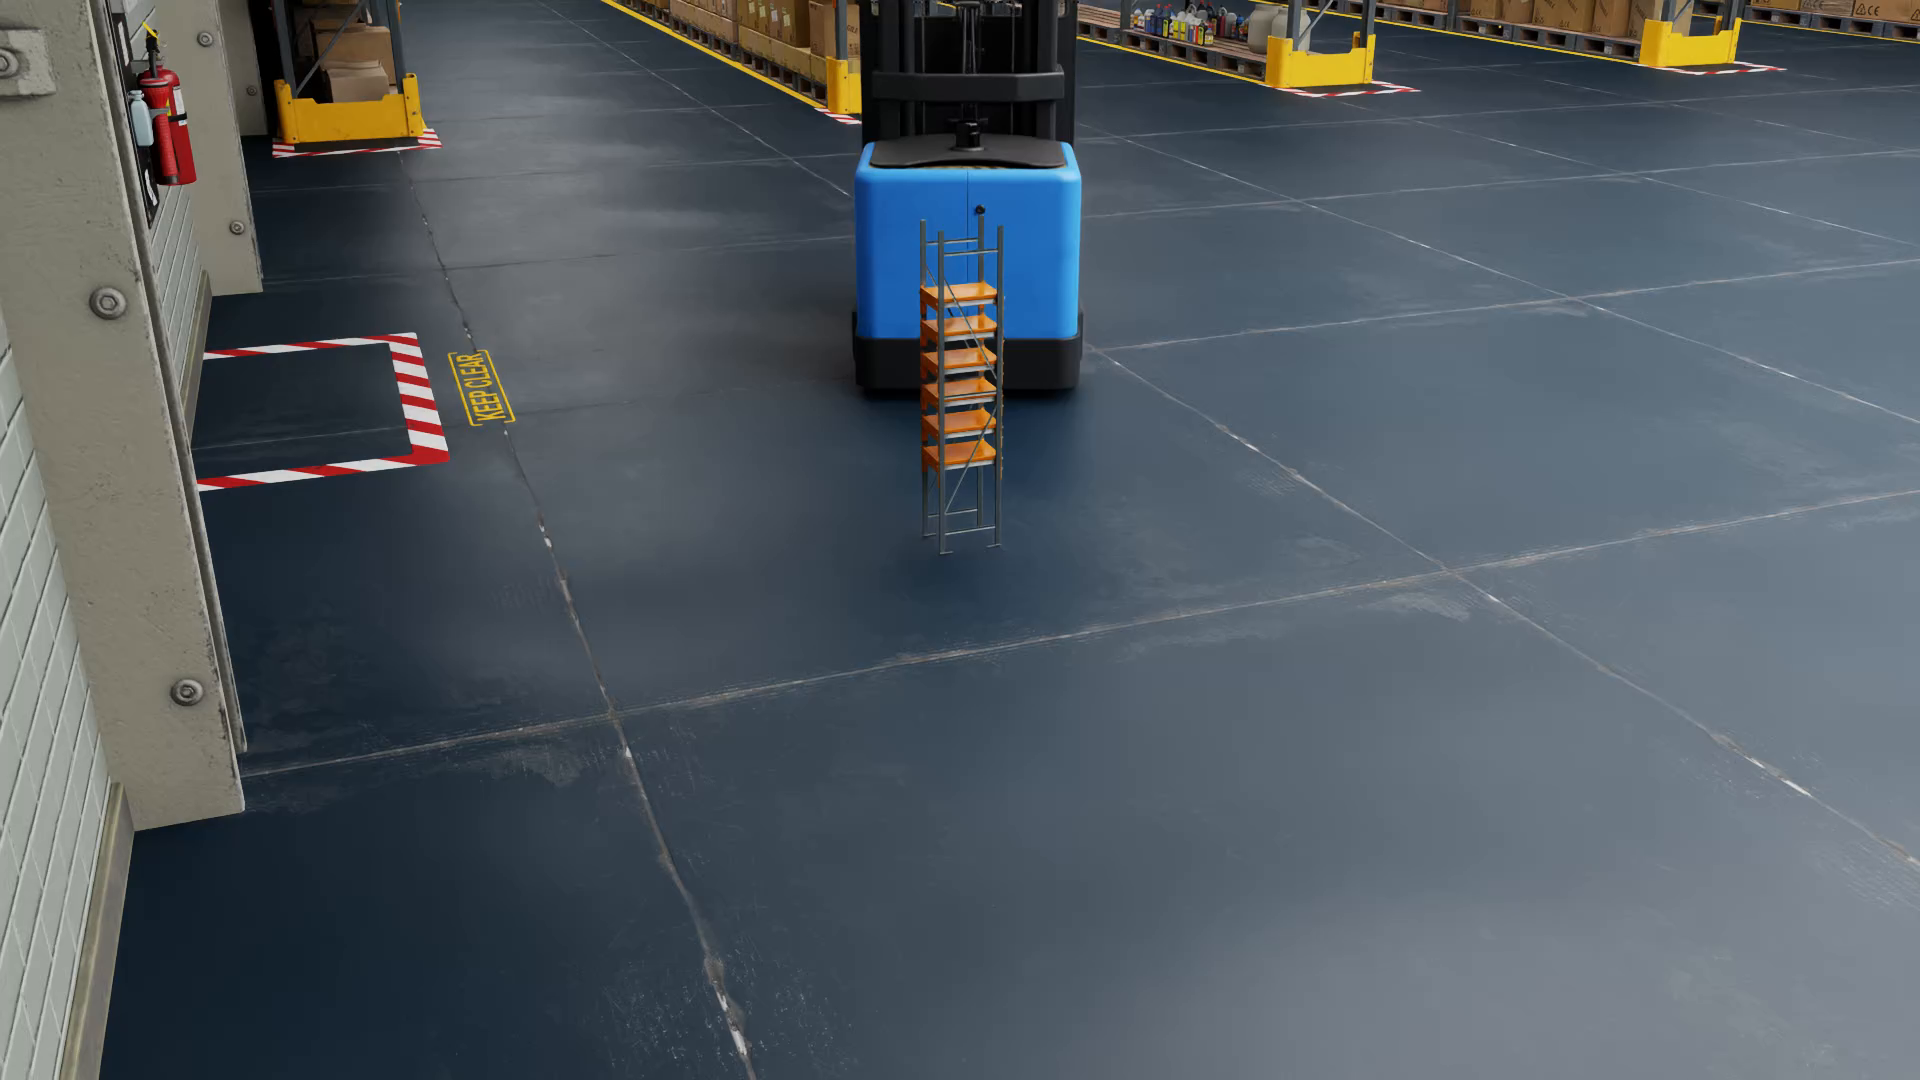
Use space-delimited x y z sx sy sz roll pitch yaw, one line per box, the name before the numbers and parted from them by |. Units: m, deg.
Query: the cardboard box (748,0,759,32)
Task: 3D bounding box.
cardboard box | -2.061 -5.936 18.506 0.500 0.500 0.500 -8 24 -19

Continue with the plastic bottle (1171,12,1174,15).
plastic bottle | 2.580 -6.294 20.267 0.097 0.271 0.097 0 23 0

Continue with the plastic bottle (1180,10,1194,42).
plastic bottle | 2.699 -6.076 19.647 0.144 0.351 0.185 -7 24 -17

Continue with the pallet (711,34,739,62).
pallet | -2.413 -6.034 20.294 1.003 0.211 1.213 -8 24 -19

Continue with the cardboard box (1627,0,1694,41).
cardboard box | 8.361 -6.232 19.850 0.500 0.500 0.500 -4 23 -9

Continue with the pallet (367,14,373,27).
pallet | -8.370 -6.840 22.208 1.003 0.211 1.213 -8 24 -19

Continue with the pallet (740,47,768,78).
pallet | -1.875 -5.477 18.972 1.003 0.211 1.213 -8 24 -19

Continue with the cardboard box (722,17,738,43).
cardboard box | -2.534 -6.094 19.845 0.500 0.250 0.500 -9 24 -20

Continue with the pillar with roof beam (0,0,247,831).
pillar with roof beam | 1.874 -4.052 4.279 9.100 9.000 0.400 -8 24 -19

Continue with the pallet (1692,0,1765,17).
pallet | 11.485 -8.043 25.061 1.003 0.211 1.213 -8 24 -19

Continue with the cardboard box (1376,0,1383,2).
cardboard box | 6.410 -8.273 24.668 0.700 0.500 0.500 -6 24 -15

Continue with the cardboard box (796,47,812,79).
cardboard box | -1.357 -4.864 16.927 0.500 0.250 0.500 -8 24 -19

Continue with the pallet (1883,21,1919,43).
pallet | 12.886 -6.599 21.636 1.003 0.211 1.213 -8 24 -19

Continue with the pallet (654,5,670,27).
pallet | -3.758 -7.501 23.775 1.003 0.211 1.213 -8 24 -19

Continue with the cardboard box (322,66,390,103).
cardboard box | -5.496 -4.149 15.128 0.500 0.311 0.500 -11 25 -25

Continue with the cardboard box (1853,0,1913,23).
cardboard box | 12.627 -7.376 22.082 0.875 0.875 0.875 -9 24 -20

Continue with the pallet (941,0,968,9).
pallet | 0.361 -8.626 26.445 1.003 0.211 1.213 -8 24 -19

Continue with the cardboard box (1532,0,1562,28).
cardboard box | 7.759 -6.883 21.396 0.500 0.500 0.500 -11 25 -24

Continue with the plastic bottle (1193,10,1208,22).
plastic bottle | 2.954 -6.388 20.486 0.152 0.276 0.135 -8 24 -19

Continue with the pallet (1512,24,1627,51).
pallet | 7.858 -6.446 21.272 1.003 0.211 1.213 -8 24 -19

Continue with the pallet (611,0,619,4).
pallet | -5.184 -8.928 27.160 1.003 0.211 1.213 -8 24 -19

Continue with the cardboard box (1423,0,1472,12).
cardboard box | 6.956 -7.691 23.287 0.700 0.500 0.500 -10 25 -23

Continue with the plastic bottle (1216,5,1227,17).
plastic bottle | 3.198 -6.335 20.263 0.144 0.351 0.185 -8 24 -19

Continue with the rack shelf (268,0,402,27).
rack shelf | -6.043 -5.317 15.929 1.077 0.370 4.000 -8 24 -19

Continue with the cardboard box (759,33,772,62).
cardboard box | -1.892 -5.408 18.218 0.500 0.250 0.500 -8 24 -19

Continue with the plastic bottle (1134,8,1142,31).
plastic bottle | 2.221 -6.504 20.766 0.097 0.271 0.097 0 23 0

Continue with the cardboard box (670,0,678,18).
cardboard box | -3.619 -7.206 22.483 0.500 0.250 0.500 -8 24 -19

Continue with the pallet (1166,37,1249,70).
pallet | 3.152 -5.756 19.634 1.003 0.211 1.213 -8 24 -19

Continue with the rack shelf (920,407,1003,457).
rack shelf | 0.005 -0.396 6.068 0.258 0.103 0.180 -8 24 -19

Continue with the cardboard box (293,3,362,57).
cardboard box | -7.025 -5.691 18.543 0.700 0.500 0.500 -7 24 -17

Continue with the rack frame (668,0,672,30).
rack frame | -3.529 -8.510 22.578 1.000 3.000 0.127 -8 24 -19

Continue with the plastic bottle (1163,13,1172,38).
plastic bottle | 2.502 -6.201 20.031 0.061 0.283 0.133 -7 24 -17

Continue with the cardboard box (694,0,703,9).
cardboard box | -3.065 -6.902 21.041 0.500 0.311 0.500 -9 24 -20

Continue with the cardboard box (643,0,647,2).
cardboard box | -4.453 -8.246 24.604 0.500 0.500 0.500 -9 25 -21

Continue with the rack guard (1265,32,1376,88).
rack guard | 3.861 -5.150 17.826 1.175 0.500 0.348 -8 24 -19

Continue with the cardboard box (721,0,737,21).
cardboard box | -2.528 -6.349 19.729 0.500 0.311 0.500 -8 24 -19

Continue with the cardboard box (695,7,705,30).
cardboard box | -3.071 -6.649 21.162 0.500 0.250 0.500 -8 24 -18

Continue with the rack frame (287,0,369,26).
rack frame | -8.162 -7.829 20.962 1.000 3.000 0.127 -8 24 -19

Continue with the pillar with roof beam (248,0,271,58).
pillar with roof beam | -4.485 -10.593 19.796 9.100 9.000 0.400 -8 24 -19

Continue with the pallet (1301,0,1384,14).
pallet | 6.014 -8.298 25.667 1.003 0.211 1.213 -8 24 -19

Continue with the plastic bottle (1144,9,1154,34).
plastic bottle | 2.361 -6.392 20.495 0.152 0.276 0.135 -7 24 -17

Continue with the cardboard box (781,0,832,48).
cardboard box | -1.538 -5.390 17.211 0.500 0.500 0.500 -8 24 -19

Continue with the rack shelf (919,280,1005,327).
rack shelf | 0.005 -0.838 5.882 0.258 0.103 0.180 -8 24 -19

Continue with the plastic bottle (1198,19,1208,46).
plastic bottle | 2.815 -5.879 19.268 0.061 0.283 0.133 -8 24 -18

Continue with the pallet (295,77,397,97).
pallet | -6.044 -4.407 16.434 1.003 0.211 1.213 -8 24 -19

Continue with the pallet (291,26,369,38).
pallet | -7.888 -6.260 20.829 1.003 0.211 1.213 -8 24 -19

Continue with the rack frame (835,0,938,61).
rack frame | -0.703 -5.603 15.681 1.000 3.000 0.127 -8 24 -19

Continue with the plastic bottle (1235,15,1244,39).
plastic bottle | 3.355 -6.163 19.956 0.097 0.271 0.097 0 23 0

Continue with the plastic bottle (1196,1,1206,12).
plastic bottle | 3.016 -6.522 20.706 0.144 0.351 0.185 -9 24 -20

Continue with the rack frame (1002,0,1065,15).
rack frame | 1.106 -9.188 24.187 1.000 3.000 0.127 -8 24 -19

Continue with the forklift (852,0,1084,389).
forklift | 0.042 -2.573 8.581 1.130 2.935 3.031 0 23 0

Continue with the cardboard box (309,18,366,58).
cardboard box | -6.345 -5.054 17.032 0.500 0.500 0.500 -10 25 -23

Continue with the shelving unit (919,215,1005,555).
shelving unit | 0.005 -0.548 6.004 0.258 1.200 0.189 -8 24 -19
